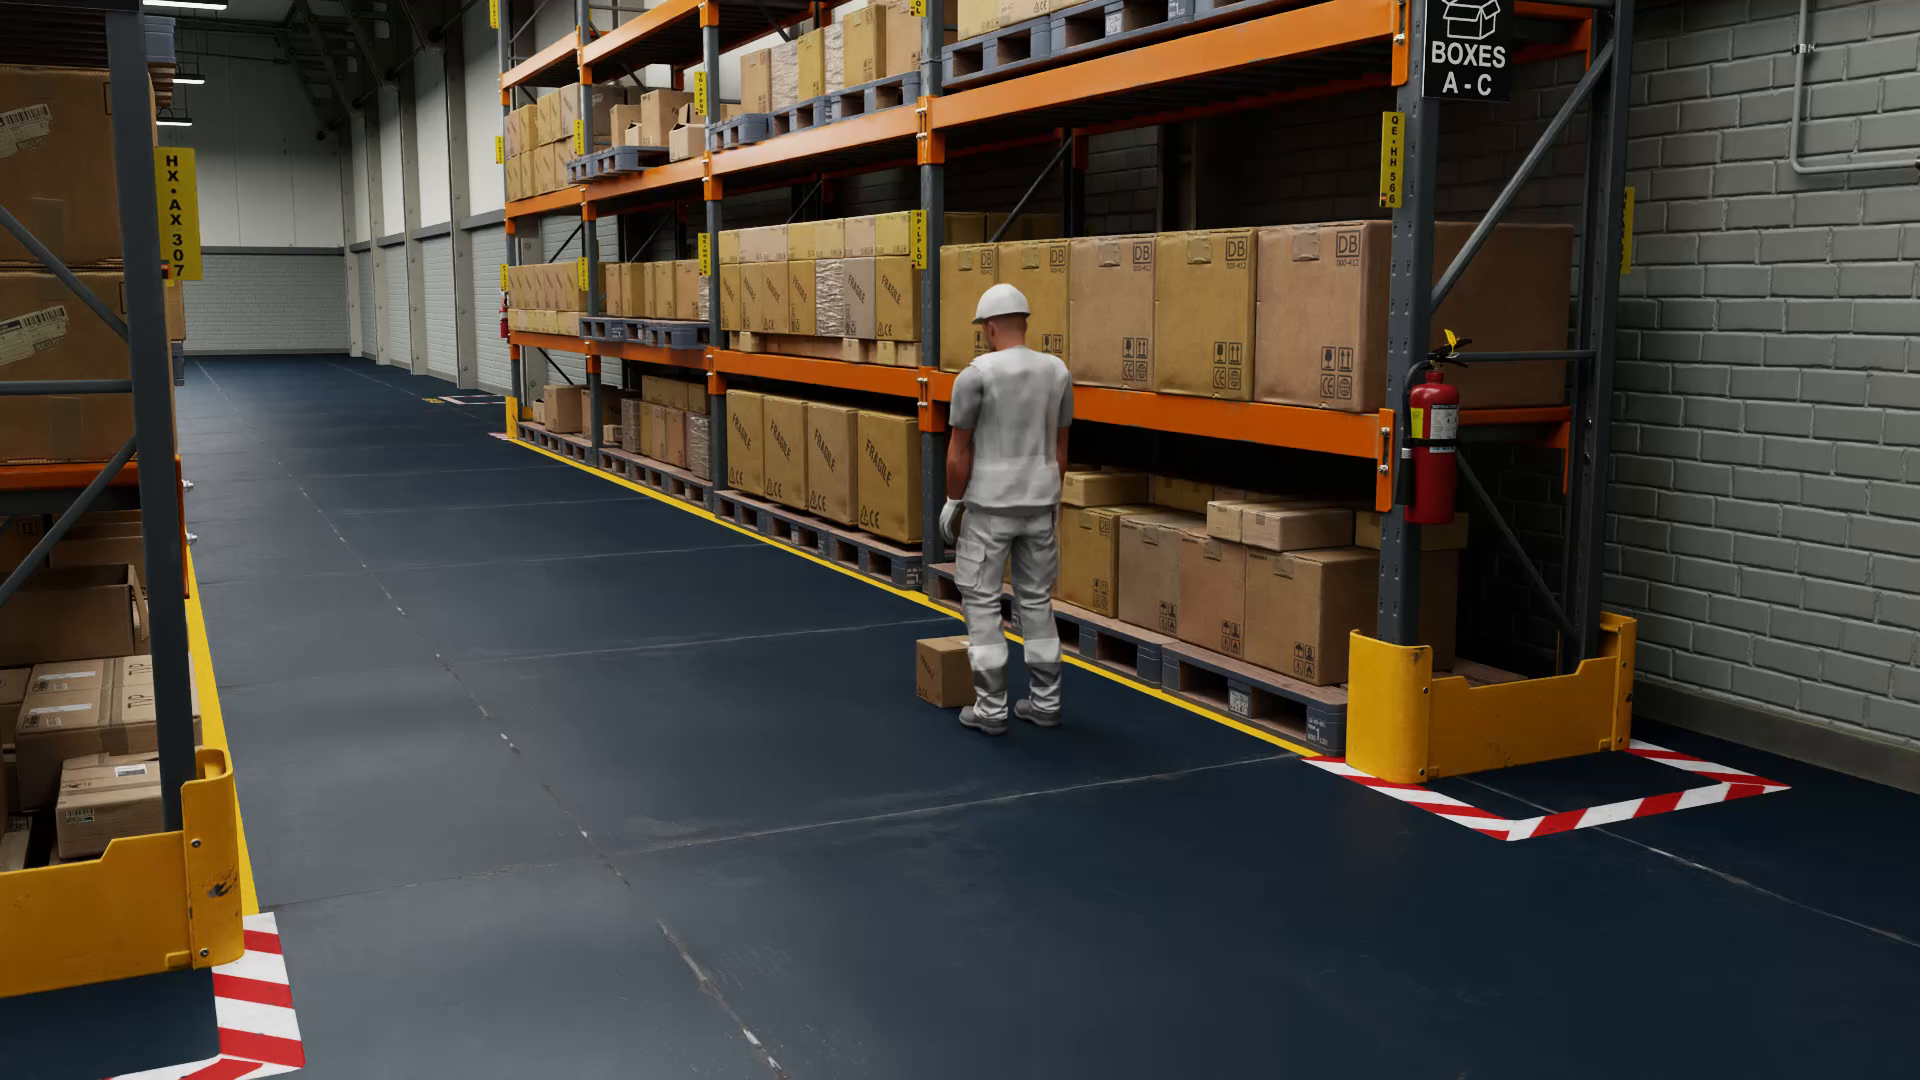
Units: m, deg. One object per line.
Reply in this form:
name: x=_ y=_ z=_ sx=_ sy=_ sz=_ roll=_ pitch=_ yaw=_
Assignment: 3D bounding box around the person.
person: x=0.182 y=-0.124 z=6.634 sx=0.529 sy=1.775 sz=0.364 roll=-4 pitch=9 yaw=-25
